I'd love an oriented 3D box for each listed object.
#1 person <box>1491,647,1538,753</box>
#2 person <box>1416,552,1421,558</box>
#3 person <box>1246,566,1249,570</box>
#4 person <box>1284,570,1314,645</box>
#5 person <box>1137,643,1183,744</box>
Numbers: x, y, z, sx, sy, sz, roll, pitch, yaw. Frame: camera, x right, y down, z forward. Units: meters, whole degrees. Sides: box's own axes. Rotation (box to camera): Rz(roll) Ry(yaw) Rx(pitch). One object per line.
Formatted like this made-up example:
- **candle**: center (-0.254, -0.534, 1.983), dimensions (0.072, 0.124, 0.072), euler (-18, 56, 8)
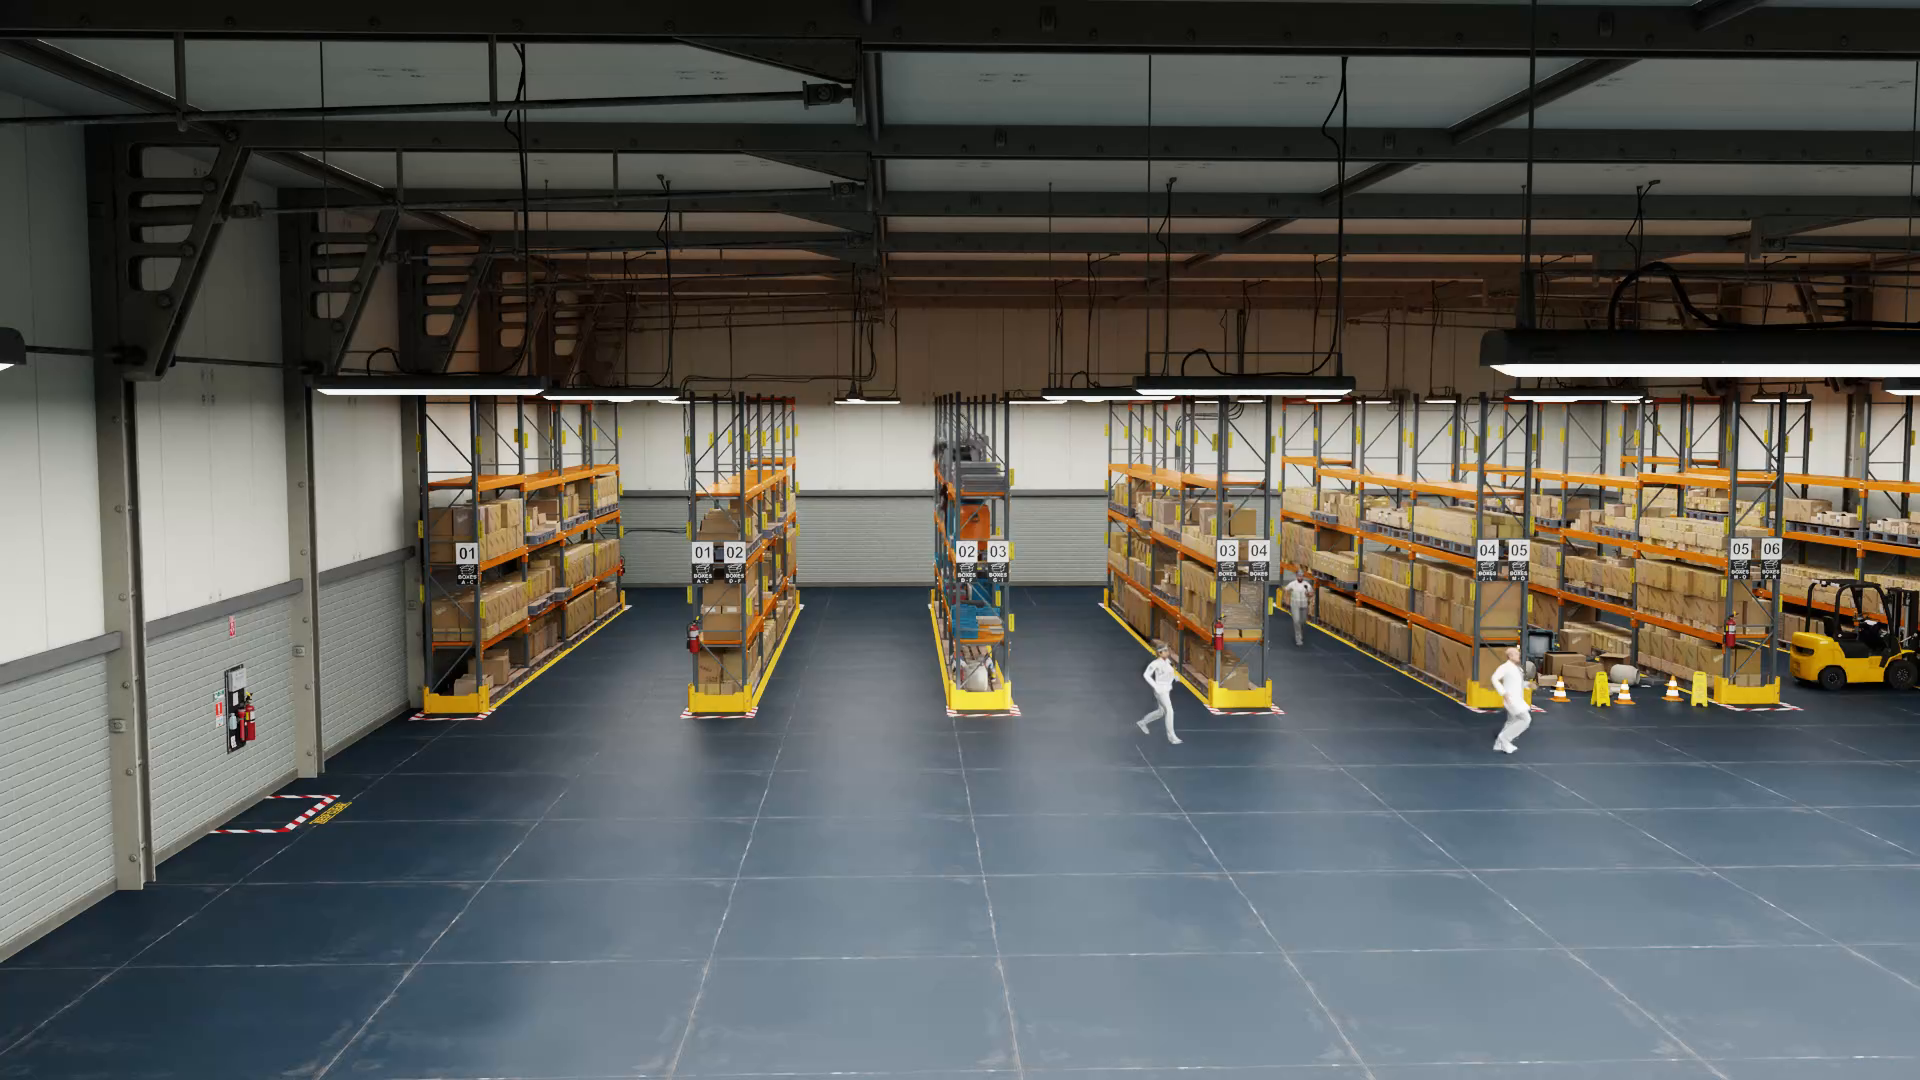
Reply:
- **person**: center (9.159, 2.643, 27.402), dimensions (0.692, 1.740, 0.691), euler (3, 5, 33)
- **person**: center (13.492, 0.955, 49.318), dimensions (0.812, 1.678, 0.603), euler (0, 5, 0)
- **person**: center (8.010, 1.275, 45.466), dimensions (0.599, 1.636, 0.589), euler (0, 5, -2)
- **person**: center (8.214, 1.592, 40.221), dimensions (0.660, 1.772, 0.986), euler (0, 5, -3)
- **person**: center (3.442, 2.600, 28.491), dimensions (0.860, 1.710, 0.603), euler (3, 6, 34)
